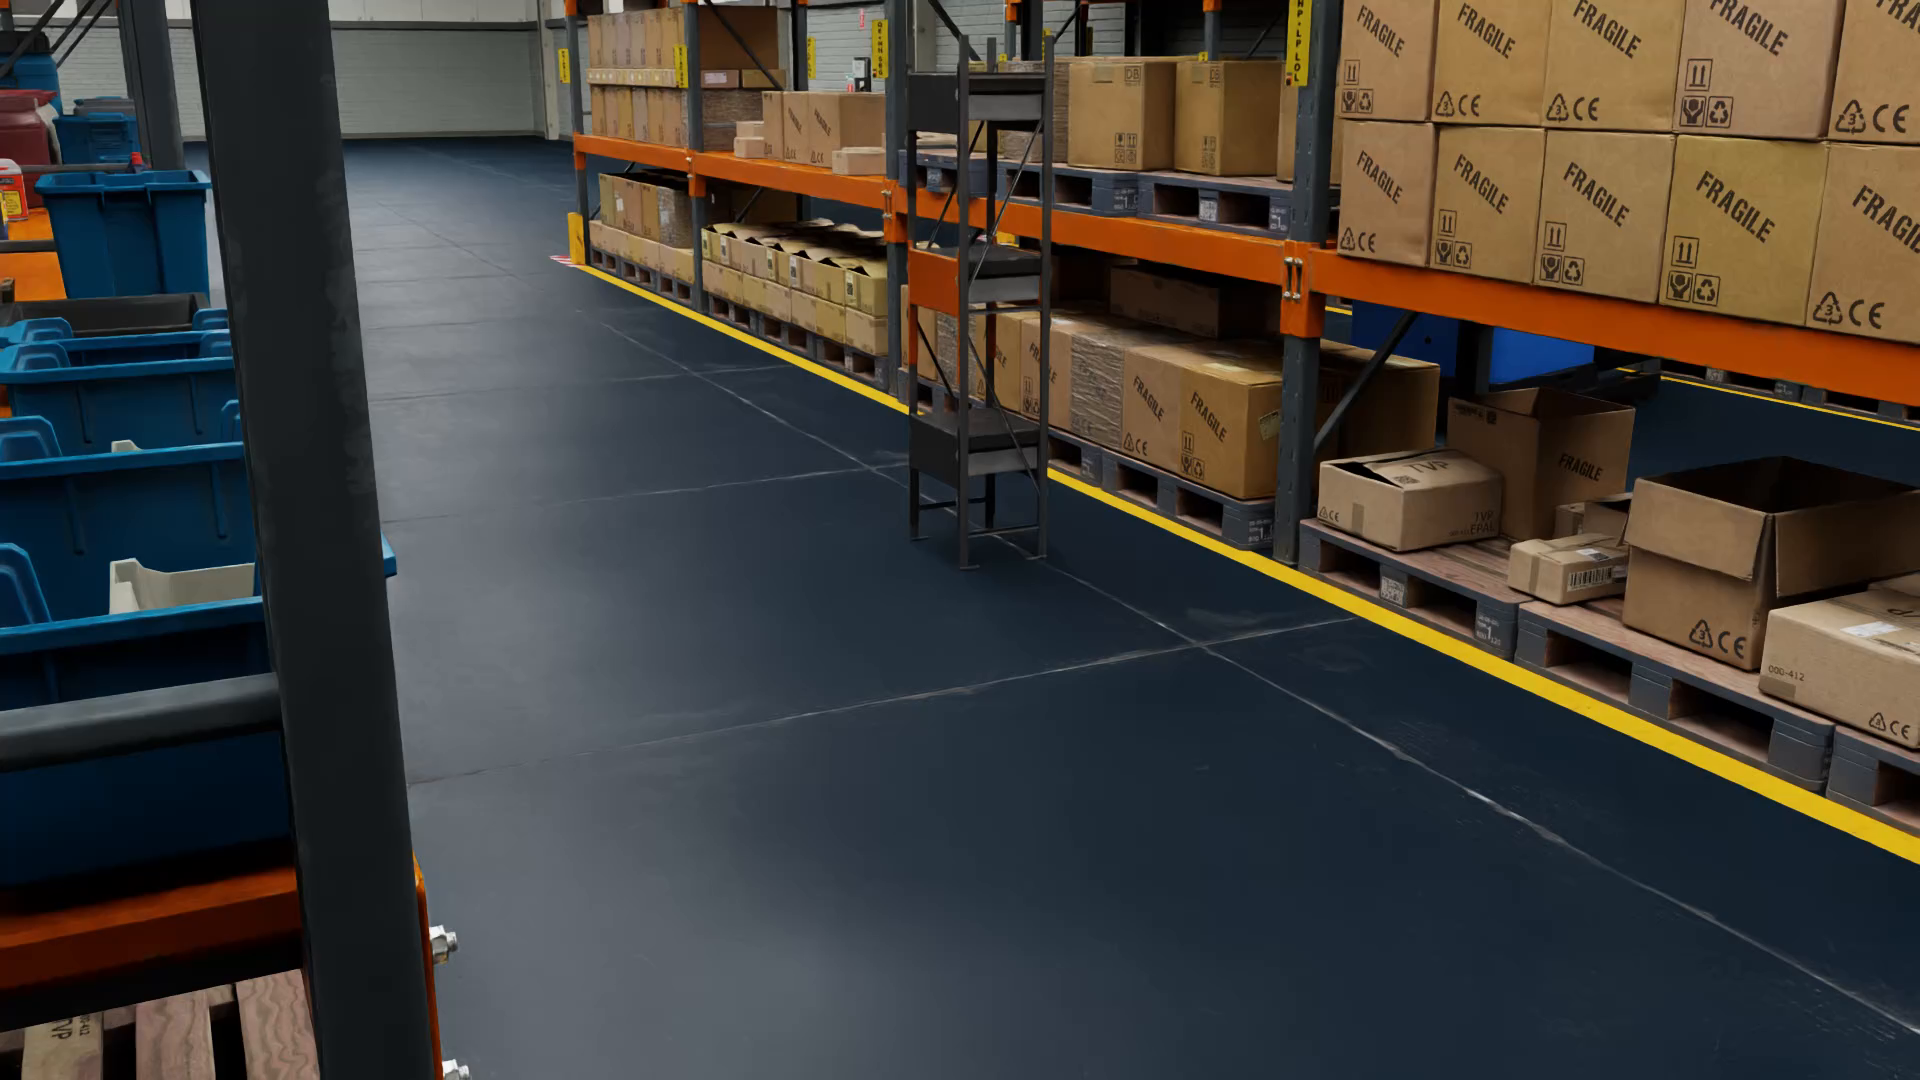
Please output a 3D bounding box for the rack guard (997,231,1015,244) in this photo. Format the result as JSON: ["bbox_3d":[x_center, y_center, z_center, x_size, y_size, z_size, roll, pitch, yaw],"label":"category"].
[{"bbox_3d":[1.009,-3.758,19.438,1.175,0.500,0.348,-8,18,-25],"label":"rack guard"}]

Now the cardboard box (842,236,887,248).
[{"bbox_3d":[-0.622,-2.093,12.314,0.500,0.311,0.500,-8,18,-26],"label":"cardboard box"}]

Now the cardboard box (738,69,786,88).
[{"bbox_3d":[-1.667,-3.836,13.824,0.380,0.149,0.250,-8,18,-25],"label":"cardboard box"}]

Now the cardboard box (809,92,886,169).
[{"bbox_3d":[-0.721,-2.857,11.587,0.500,0.500,0.500,-9,18,-28],"label":"cardboard box"}]

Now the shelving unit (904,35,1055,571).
[{"bbox_3d":[0.073,-0.968,6.818,0.431,2.100,0.503,-8,18,-25],"label":"shelving unit"}]

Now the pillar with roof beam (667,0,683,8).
[{"bbox_3d":[-9.696,-11.736,31.831,9.100,9.000,0.400,-8,18,-25],"label":"pillar with roof beam"}]

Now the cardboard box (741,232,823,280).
[{"bbox_3d":[-1.324,-2.151,12.514,0.500,0.311,0.500,-8,18,-27],"label":"cardboard box"}]

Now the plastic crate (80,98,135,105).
[{"bbox_3d":[-5.691,-2.737,11.233,0.402,0.464,0.583,-8,18,-25],"label":"plastic crate"}]

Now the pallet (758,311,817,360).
[{"bbox_3d":[-0.827,-1.565,12.323,1.003,0.211,1.213,-8,18,-25],"label":"pallet"}]

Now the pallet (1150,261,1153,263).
[{"bbox_3d":[1.863,-3.111,17.709,1.003,0.211,1.213,-8,18,-25],"label":"pallet"}]

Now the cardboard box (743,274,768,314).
[{"bbox_3d":[-1.318,-1.882,12.594,0.500,0.250,0.500,-8,18,-27],"label":"cardboard box"}]

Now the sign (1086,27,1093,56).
[{"bbox_3d":[1.483,-5.748,19.172,0.100,0.325,0.005,-8,18,-25],"label":"sign"}]

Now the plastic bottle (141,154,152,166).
[{"bbox_3d":[-3.865,-1.692,7.921,0.061,0.283,0.133,-8,18,-25],"label":"plastic bottle"}]

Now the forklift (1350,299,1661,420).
[{"bbox_3d":[3.708,-2.343,10.100,3.031,2.935,1.130,-14,21,-40],"label":"forklift"}]

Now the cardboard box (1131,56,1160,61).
[{"bbox_3d":[2.019,-4.487,16.325,0.500,0.500,0.500,-8,18,-25],"label":"cardboard box"}]

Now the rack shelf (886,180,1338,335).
[{"bbox_3d":[0.905,-1.553,8.529,1.077,0.370,4.000,-8,18,-25],"label":"rack shelf"}]

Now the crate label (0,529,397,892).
[{"bbox_3d":[-0.733,0.137,1.529,0.416,0.233,0.303,-8,18,-25],"label":"crate label"}]

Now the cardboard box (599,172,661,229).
[{"bbox_3d":[-3.220,-3.335,16.300,0.500,0.500,0.500,-8,18,-25],"label":"cardboard box"}]

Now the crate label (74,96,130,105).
[{"bbox_3d":[-6.881,-3.374,13.506,0.502,0.435,0.616,-8,18,-25],"label":"crate label"}]

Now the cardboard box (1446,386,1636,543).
[{"bbox_3d":[2.286,-0.306,6.613,0.500,0.500,0.500,-8,18,-25],"label":"cardboard box"}]

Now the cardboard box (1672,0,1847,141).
[{"bbox_3d":[2.413,-1.397,4.688,0.500,0.500,0.500,-7,17,-23],"label":"cardboard box"}]

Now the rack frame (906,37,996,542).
[{"bbox_3d":[-0.034,-1.029,7.029,0.400,2.100,0.015,-8,18,-25],"label":"rack frame"}]

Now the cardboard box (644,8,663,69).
[{"bbox_3d":[-2.365,-4.417,14.671,0.700,0.500,0.500,-8,18,-25],"label":"cardboard box"}]

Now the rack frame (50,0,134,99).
[{"bbox_3d":[-6.178,-2.789,11.531,1.000,3.000,0.127,-8,18,-25],"label":"rack frame"}]

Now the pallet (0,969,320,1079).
[{"bbox_3d":[-1.778,1.016,3.329,1.003,0.211,1.213,-8,18,-25],"label":"pallet"}]

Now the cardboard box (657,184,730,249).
[{"bbox_3d":[-2.332,-2.841,14.577,0.500,0.500,0.500,-8,18,-25],"label":"cardboard box"}]

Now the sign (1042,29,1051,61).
[{"bbox_3d":[0.512,-2.981,10.245,0.100,0.325,0.005,-8,18,-25],"label":"sign"}]

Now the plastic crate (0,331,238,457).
[{"bbox_3d":[-1.310,-0.189,2.667,0.416,0.233,0.300,-8,18,-25],"label":"plastic crate"}]

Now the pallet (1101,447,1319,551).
[{"bbox_3d":[1.391,-0.260,7.773,1.003,0.211,1.213,-8,18,-25],"label":"pallet"}]

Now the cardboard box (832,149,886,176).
[{"bbox_3d":[-0.614,-2.464,10.853,0.380,0.149,0.250,-8,18,-25],"label":"cardboard box"}]

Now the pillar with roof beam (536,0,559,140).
[{"bbox_3d":[-14.953,-14.711,42.200,9.100,9.000,0.400,-8,18,-25],"label":"pillar with roof beam"}]

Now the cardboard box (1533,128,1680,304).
[{"bbox_3d":[2.204,-1.041,5.258,0.500,0.500,0.500,-8,18,-25],"label":"cardboard box"}]

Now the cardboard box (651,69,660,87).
[{"bbox_3d":[-2.480,-4.040,14.535,0.380,0.149,0.250,-8,18,-25],"label":"cardboard box"}]

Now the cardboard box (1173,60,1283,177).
[{"bbox_3d":[1.416,-1.960,7.701,0.700,0.500,0.500,-5,17,-16],"label":"cardboard box"}]

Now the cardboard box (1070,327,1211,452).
[{"bbox_3d":[0.879,-0.749,8.155,0.500,0.500,0.500,-7,18,-24],"label":"cardboard box"}]

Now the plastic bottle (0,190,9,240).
[{"bbox_3d":[-3.775,-1.295,6.414,0.144,0.351,0.185,-8,18,-25],"label":"plastic bottle"}]

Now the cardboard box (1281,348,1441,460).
[{"bbox_3d":[1.788,-0.562,7.506,0.500,0.500,0.500,-9,18,-27],"label":"cardboard box"}]

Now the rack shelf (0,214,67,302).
[{"bbox_3d":[-3.549,-0.955,6.446,1.077,0.370,4.000,-8,18,-25],"label":"rack shelf"}]

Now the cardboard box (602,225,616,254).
[{"bbox_3d":[-3.219,-2.975,16.404,0.500,0.250,0.500,-8,18,-25],"label":"cardboard box"}]

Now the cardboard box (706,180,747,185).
[{"bbox_3d":[-2.084,-3.028,15.228,0.500,0.500,0.500,-8,18,-25],"label":"cardboard box"}]

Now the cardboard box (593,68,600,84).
[{"bbox_3d":[-3.380,-4.550,16.310,0.380,0.149,0.250,-8,18,-26],"label":"cardboard box"}]

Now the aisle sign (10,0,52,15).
[{"bbox_3d":[-8.225,-5.013,14.568,0.394,0.787,0.004,-8,18,-25],"label":"aisle sign"}]

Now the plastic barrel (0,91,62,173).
[{"bbox_3d":[-5.635,-2.409,9.959,0.433,0.535,0.433,0,16,0],"label":"plastic barrel"}]

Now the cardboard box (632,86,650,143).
[{"bbox_3d":[-2.602,-3.926,15.311,0.700,0.500,0.500,-7,17,-23],"label":"cardboard box"}]

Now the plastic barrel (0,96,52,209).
[{"bbox_3d":[-4.901,-1.941,8.330,0.600,0.536,0.708,-8,18,-25],"label":"plastic barrel"}]

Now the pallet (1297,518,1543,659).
[{"bbox_3d":[2.081,0.108,6.492,1.003,0.211,1.213,-8,18,-25],"label":"pallet"}]

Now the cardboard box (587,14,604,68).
[{"bbox_3d":[-3.260,-4.920,16.423,0.700,0.500,0.500,-8,18,-25],"label":"cardboard box"}]

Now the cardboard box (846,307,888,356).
[{"bbox_3d":[-0.421,-1.376,10.831,0.500,0.250,0.500,-7,18,-24],"label":"cardboard box"}]

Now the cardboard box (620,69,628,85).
[{"bbox_3d":[-2.932,-4.296,15.425,0.380,0.149,0.250,-8,18,-26],"label":"cardboard box"}]

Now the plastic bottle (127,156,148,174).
[{"bbox_3d":[-3.193,-1.318,6.494,0.144,0.351,0.185,-8,18,-25],"label":"plastic bottle"}]

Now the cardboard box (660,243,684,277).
[{"bbox_3d":[-2.333,-2.480,14.680,0.500,0.250,0.500,-8,18,-25],"label":"cardboard box"}]

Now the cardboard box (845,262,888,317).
[{"bbox_3d":[-0.422,-1.645,10.750,0.500,0.311,0.500,-7,17,-23],"label":"cardboard box"}]

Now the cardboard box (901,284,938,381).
[{"bbox_3d":[-0.029,-1.257,9.928,0.500,0.500,0.500,-7,17,-23],"label":"cardboard box"}]

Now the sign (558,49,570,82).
[{"bbox_3d":[-3.978,-4.767,16.711,0.100,0.325,0.005,-8,18,-25],"label":"sign"}]

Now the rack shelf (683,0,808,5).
[{"bbox_3d":[-0.847,-3.987,11.571,1.077,0.370,4.000,-8,18,-25],"label":"rack shelf"}]

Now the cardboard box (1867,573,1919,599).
[{"bbox_3d":[3.112,0.282,5.017,0.500,0.250,0.500,-8,18,-25],"label":"cardboard box"}]

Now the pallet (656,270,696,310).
[{"bbox_3d":[-2.034,-2.249,14.703,1.003,0.211,1.213,-8,18,-25],"label":"pallet"}]

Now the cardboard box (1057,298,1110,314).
[{"bbox_3d":[0.876,-1.073,9.285,0.500,0.500,0.500,-8,18,-27],"label":"cardboard box"}]

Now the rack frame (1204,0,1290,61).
[{"bbox_3d":[2.728,-3.986,15.703,1.000,3.000,0.127,-8,18,-25],"label":"rack frame"}]
